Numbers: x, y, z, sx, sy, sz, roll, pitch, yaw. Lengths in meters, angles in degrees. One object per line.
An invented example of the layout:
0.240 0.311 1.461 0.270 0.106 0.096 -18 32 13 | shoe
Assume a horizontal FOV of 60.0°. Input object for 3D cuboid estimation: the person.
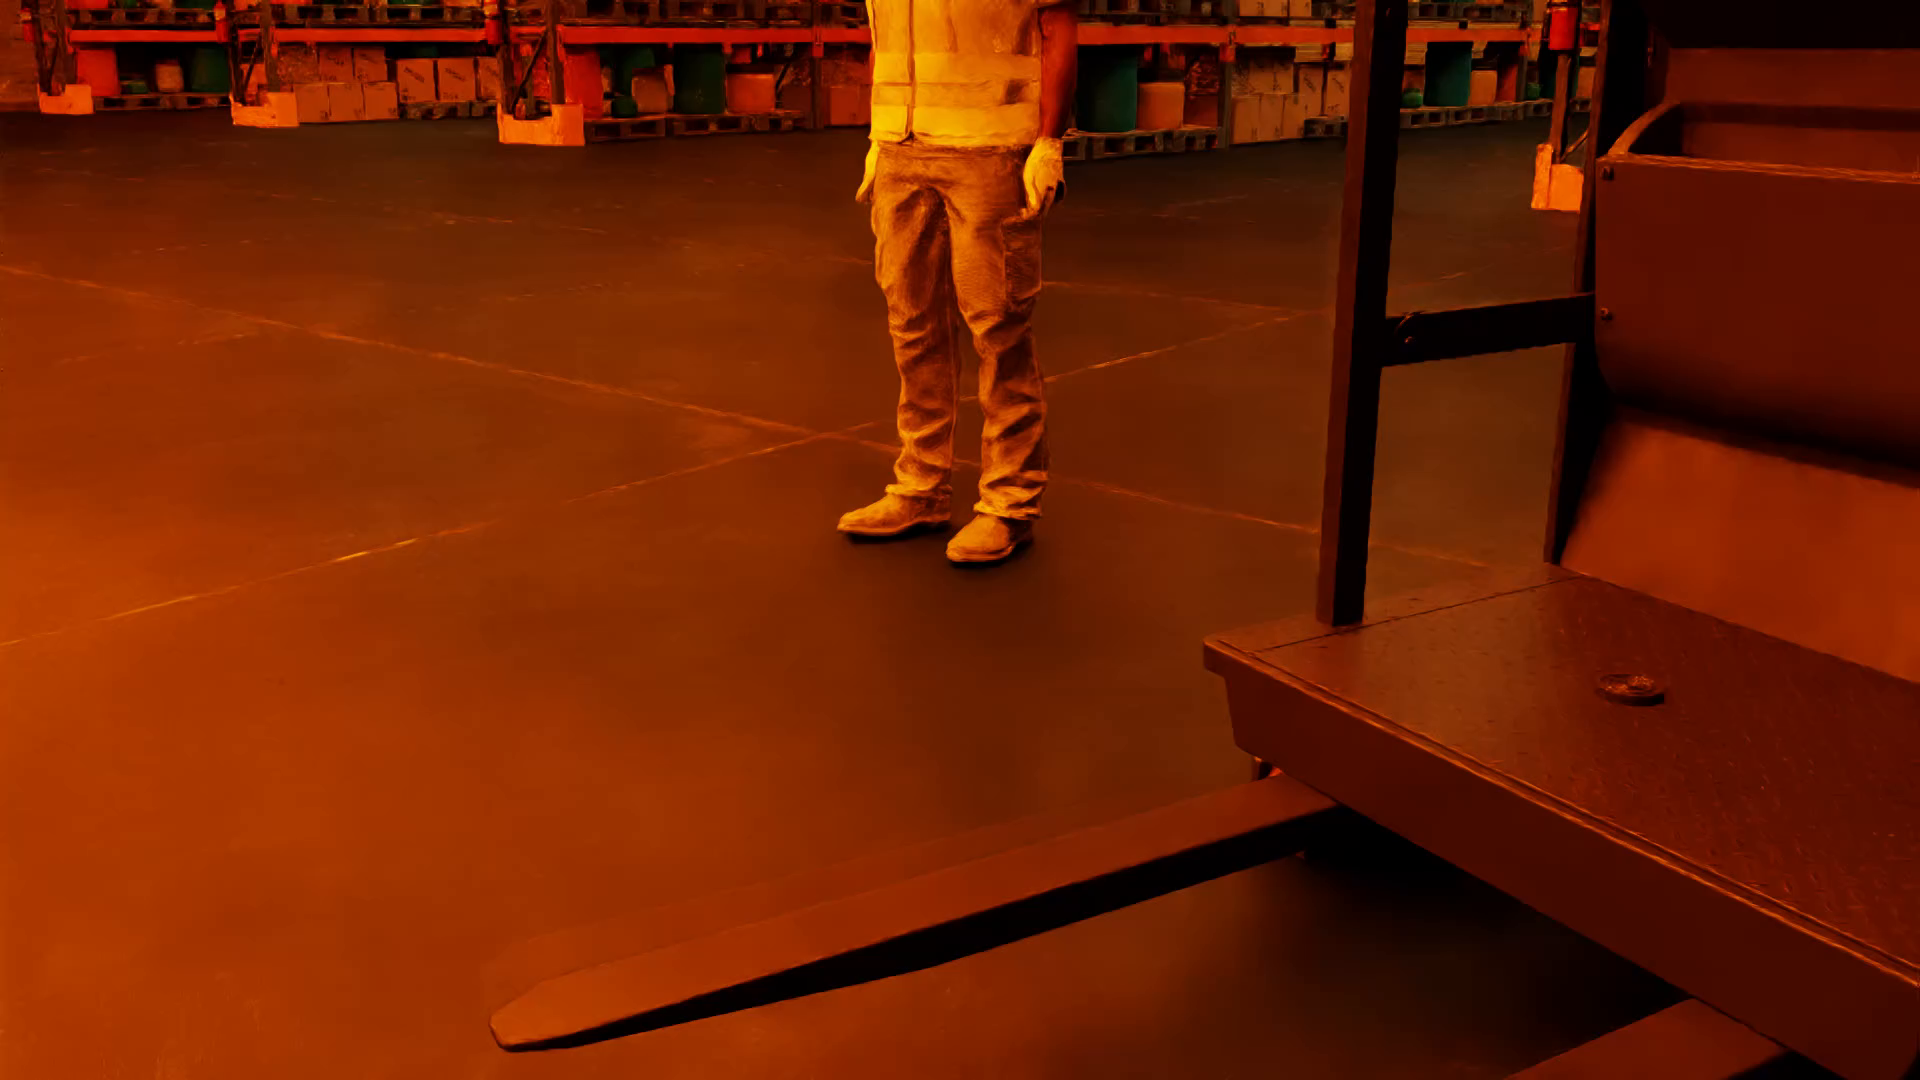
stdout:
-0.008 -0.852 3.672 0.546 1.789 0.365 13 21 37 | person
